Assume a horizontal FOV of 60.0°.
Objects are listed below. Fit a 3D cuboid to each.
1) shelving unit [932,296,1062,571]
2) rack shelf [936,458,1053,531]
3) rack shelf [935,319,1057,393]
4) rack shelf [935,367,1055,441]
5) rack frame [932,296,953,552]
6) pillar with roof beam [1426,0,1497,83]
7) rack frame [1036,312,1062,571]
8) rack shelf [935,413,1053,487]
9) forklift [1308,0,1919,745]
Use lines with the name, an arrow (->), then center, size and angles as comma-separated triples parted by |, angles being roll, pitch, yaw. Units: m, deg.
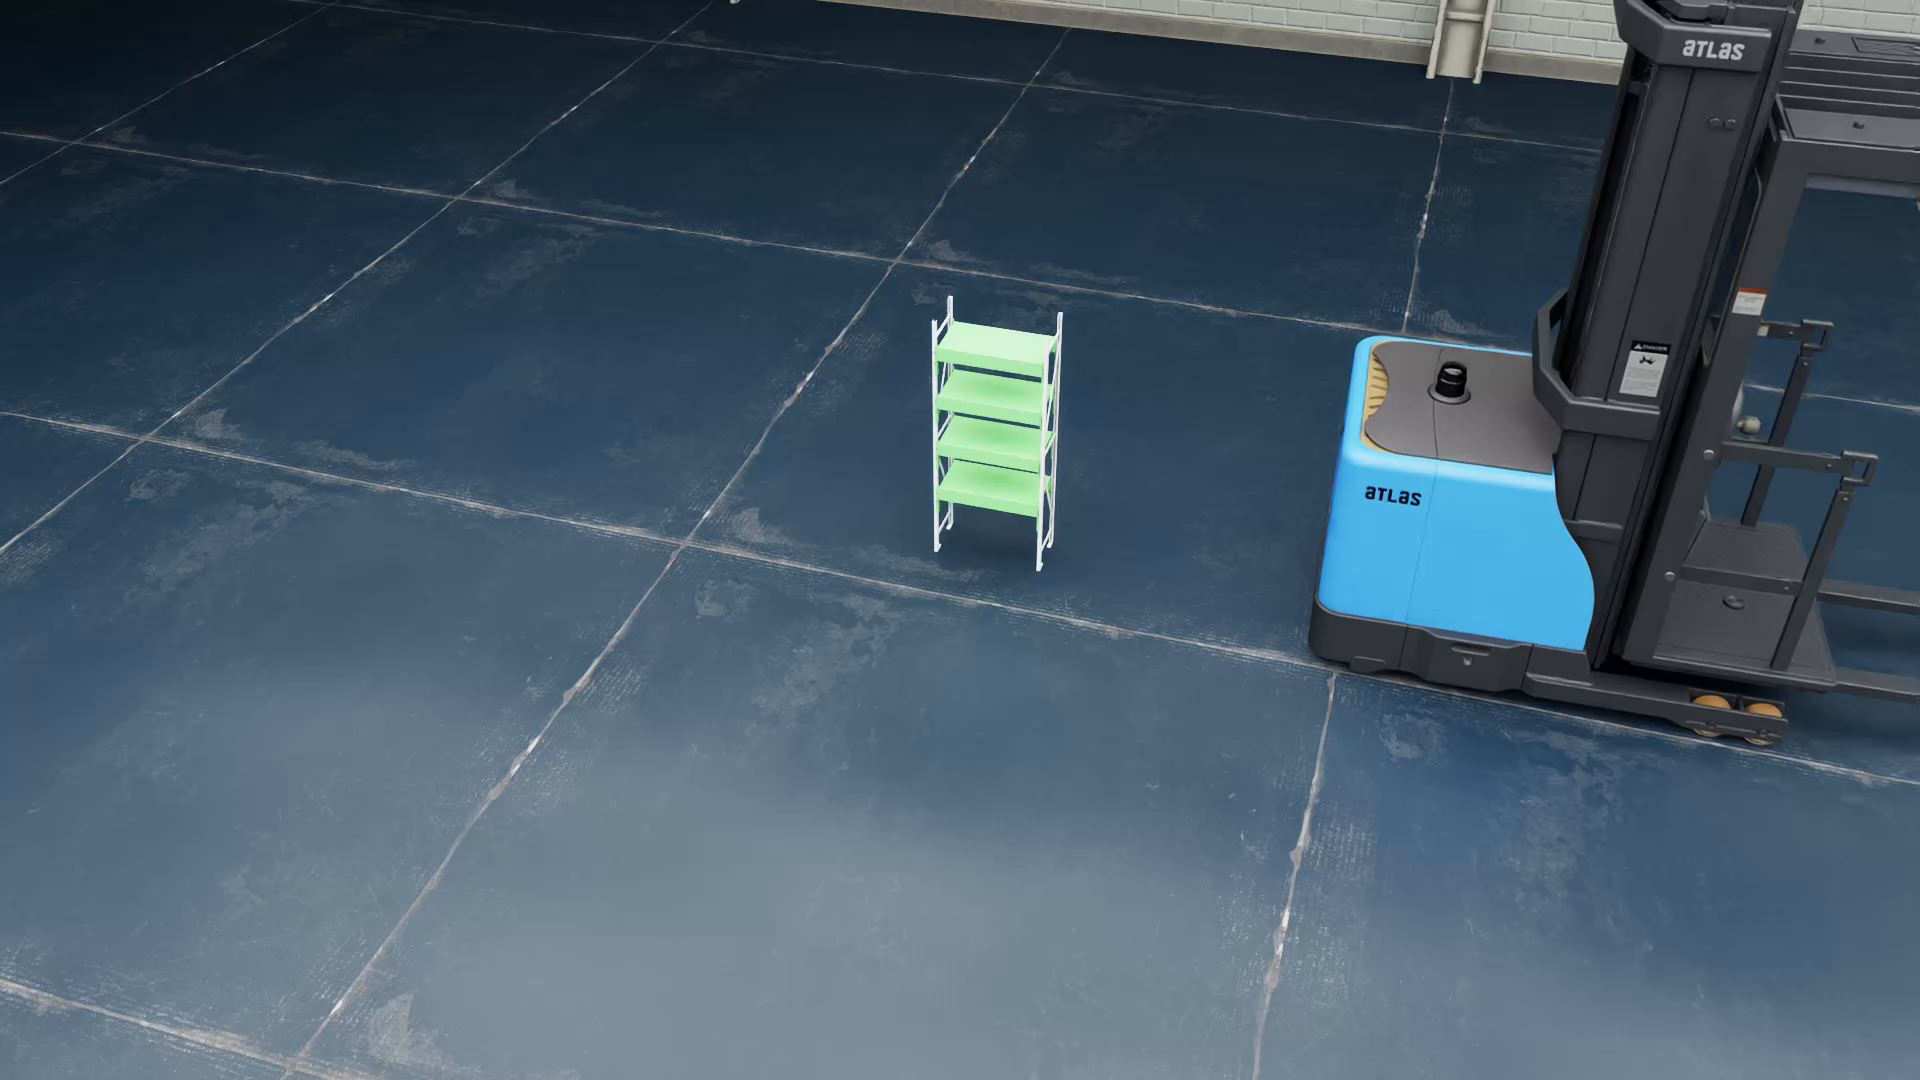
shelving unit -> 0.158, -0.454, 7.355 | 0.503, 1.200, 0.258 | 10, 38, 14
rack shelf -> 0.158, -0.209, 7.535 | 0.480, 0.148, 0.258 | 10, 38, 14
rack shelf -> 0.158, -0.789, 7.108 | 0.480, 0.148, 0.258 | 10, 38, 14
rack shelf -> 0.158, -0.596, 7.250 | 0.480, 0.148, 0.258 | 10, 38, 14
rack frame -> -0.075, -0.497, 7.413 | 0.015, 1.200, 0.240 | 10, 38, 14
pillar with roof beam -> 2.441, -4.703, 6.549 | 0.400, 9.000, 9.100 | 10, 38, 14
rack frame -> 0.391, -0.411, 7.296 | 0.015, 1.200, 0.240 | 10, 38, 14
rack shelf -> 0.158, -0.403, 7.392 | 0.480, 0.148, 0.258 | 10, 38, 14
forklift -> 3.047, -0.713, 6.247 | 3.031, 2.935, 1.130 | 9, 37, 12
